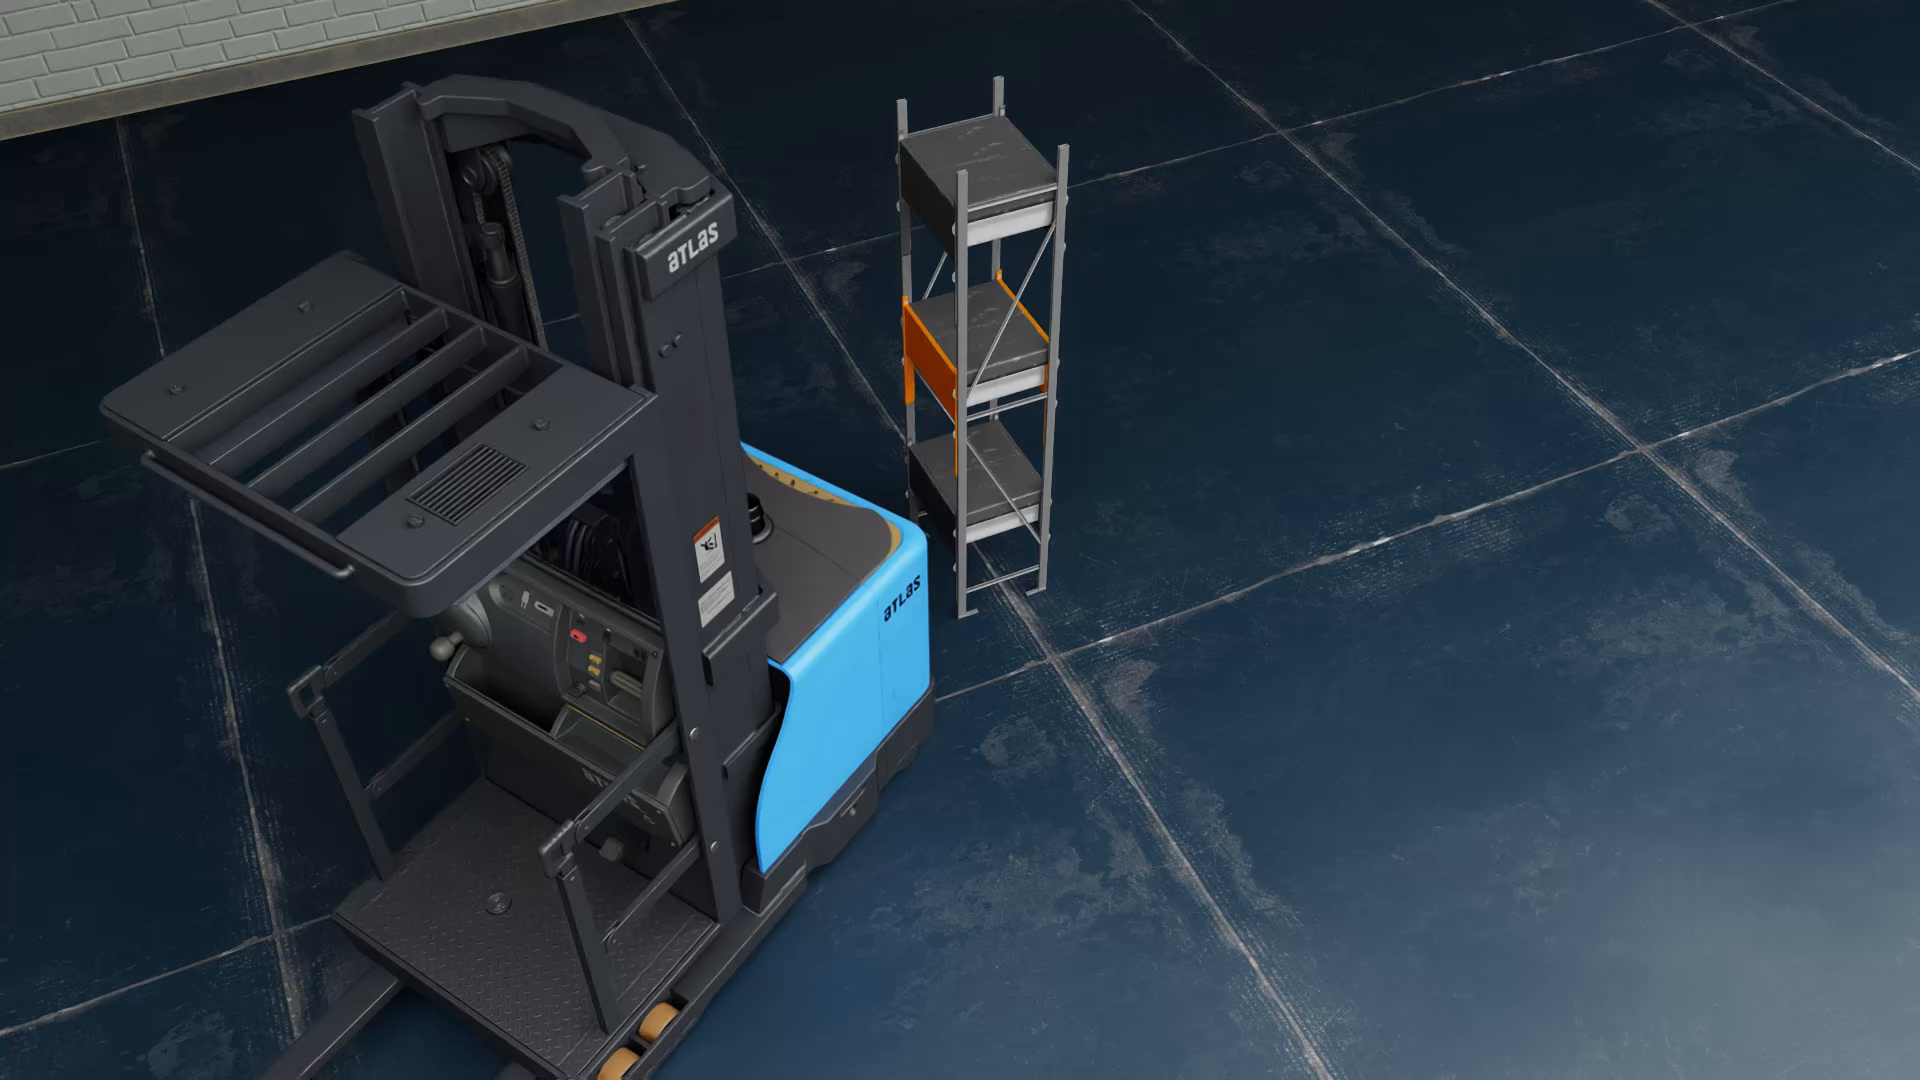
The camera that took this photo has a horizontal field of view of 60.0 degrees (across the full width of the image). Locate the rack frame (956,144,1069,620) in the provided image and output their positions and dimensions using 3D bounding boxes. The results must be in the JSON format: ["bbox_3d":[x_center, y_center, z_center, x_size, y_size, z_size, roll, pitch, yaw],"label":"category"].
[{"bbox_3d":[0.172,-0.486,6.117,0.400,2.100,0.015,-18,47,-17],"label":"rack frame"}]

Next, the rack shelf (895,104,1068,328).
[{"bbox_3d":[0.070,-1.130,5.792,0.431,0.518,0.480,-18,47,-17],"label":"rack shelf"}]

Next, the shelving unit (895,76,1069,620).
[{"bbox_3d":[0.070,-0.642,6.274,0.431,2.100,0.503,-18,47,-17],"label":"shelving unit"}]

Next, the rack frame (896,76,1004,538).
[{"bbox_3d":[-0.033,-0.797,6.432,0.400,2.100,0.015,-18,47,-17],"label":"rack frame"}]

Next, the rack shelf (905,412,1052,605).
[{"bbox_3d":[0.070,-0.134,6.776,0.431,0.518,0.480,-18,47,-17],"label":"rack shelf"}]

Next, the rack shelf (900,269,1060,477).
[{"bbox_3d":[0.070,-0.632,6.284,0.431,0.518,0.480,-18,47,-17],"label":"rack shelf"}]

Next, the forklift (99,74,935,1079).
[{"bbox_3d":[-1.333,0.356,4.671,1.130,2.935,3.031,25,50,23],"label":"forklift"}]
